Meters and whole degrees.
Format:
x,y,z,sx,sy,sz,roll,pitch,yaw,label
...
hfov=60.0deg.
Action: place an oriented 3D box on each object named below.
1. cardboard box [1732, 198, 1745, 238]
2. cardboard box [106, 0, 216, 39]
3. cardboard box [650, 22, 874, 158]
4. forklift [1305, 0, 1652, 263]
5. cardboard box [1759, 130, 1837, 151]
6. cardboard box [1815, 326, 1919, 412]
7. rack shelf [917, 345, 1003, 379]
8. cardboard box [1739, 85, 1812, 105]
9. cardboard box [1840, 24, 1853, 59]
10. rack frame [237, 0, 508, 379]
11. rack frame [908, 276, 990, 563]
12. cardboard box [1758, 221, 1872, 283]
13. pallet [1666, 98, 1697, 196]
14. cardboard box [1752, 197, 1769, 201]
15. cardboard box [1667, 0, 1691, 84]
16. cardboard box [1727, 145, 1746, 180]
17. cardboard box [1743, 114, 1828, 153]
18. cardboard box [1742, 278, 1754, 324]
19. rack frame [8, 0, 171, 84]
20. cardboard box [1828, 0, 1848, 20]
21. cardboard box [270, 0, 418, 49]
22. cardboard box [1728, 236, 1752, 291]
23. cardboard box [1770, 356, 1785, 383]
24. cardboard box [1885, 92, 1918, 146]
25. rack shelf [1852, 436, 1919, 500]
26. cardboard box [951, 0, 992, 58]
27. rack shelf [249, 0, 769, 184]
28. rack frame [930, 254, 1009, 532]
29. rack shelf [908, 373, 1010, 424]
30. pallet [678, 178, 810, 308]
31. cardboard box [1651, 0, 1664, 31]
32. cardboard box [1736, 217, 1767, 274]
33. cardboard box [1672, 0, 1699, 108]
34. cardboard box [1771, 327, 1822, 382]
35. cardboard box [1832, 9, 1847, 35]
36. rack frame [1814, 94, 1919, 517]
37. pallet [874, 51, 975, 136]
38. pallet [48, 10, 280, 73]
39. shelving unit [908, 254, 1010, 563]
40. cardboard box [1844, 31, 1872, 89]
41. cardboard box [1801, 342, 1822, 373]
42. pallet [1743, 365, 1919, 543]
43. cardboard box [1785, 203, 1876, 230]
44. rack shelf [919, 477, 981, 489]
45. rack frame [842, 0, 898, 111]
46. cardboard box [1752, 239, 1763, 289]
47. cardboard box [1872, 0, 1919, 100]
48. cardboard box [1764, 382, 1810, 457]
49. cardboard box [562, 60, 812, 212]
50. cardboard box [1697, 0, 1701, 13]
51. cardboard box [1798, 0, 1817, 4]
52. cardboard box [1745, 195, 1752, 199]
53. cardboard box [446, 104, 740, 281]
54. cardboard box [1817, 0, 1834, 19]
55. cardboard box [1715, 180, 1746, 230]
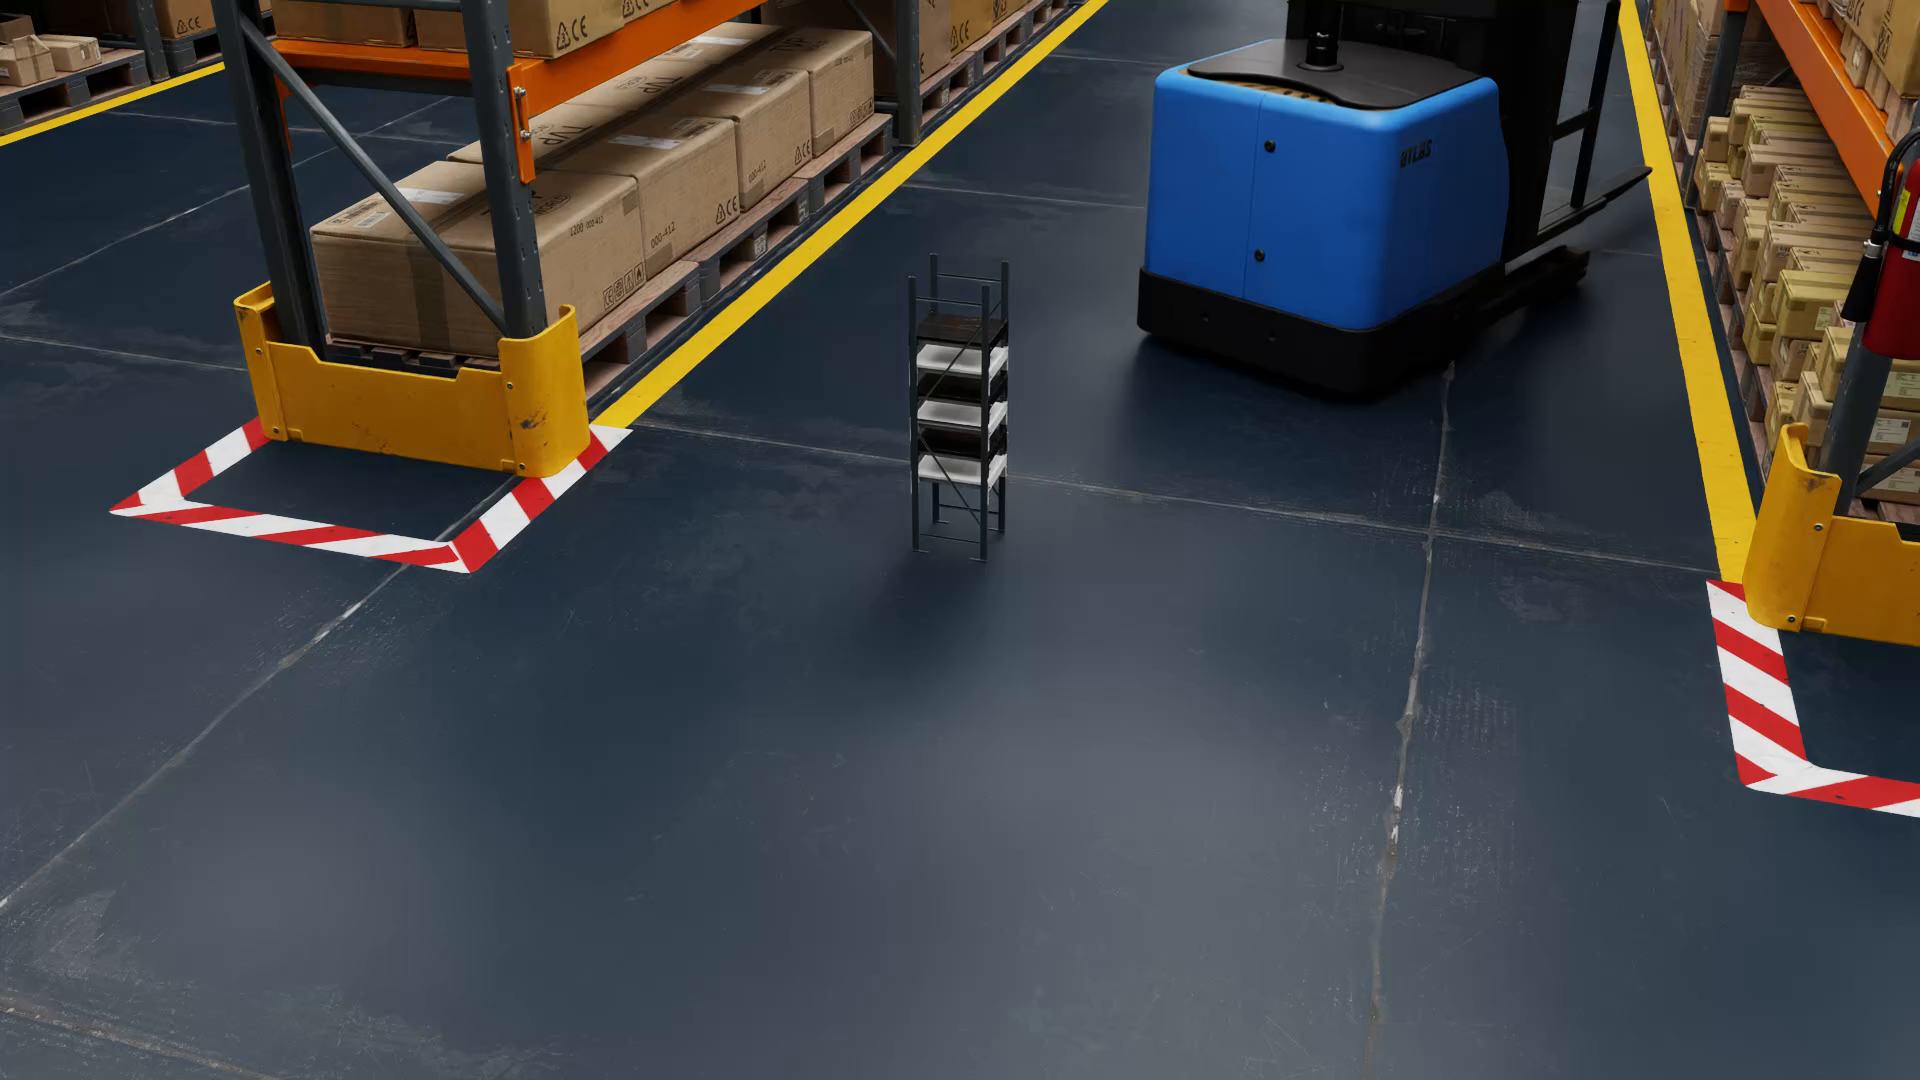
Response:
x,y,z,sx,sy,sz,roll,pitch,yaw,label
3.507,-1.326,7.050,0.380,0.149,0.250,8,30,14,cardboard box
-5.101,-3.534,10.656,0.500,0.500,0.500,10,31,17,cardboard box
-0.999,-2.331,8.558,0.875,0.438,0.875,8,30,14,cardboard box
-1.198,-3.980,7.046,7.407,5.209,9.711,24,37,36,forklift
3.531,-1.582,6.898,0.380,0.149,0.250,8,30,14,cardboard box
2.788,-0.505,4.960,0.380,0.149,0.250,9,30,15,cardboard box
5.662,-4.218,8.049,8.407,3.443,12.128,8,30,15,rack shelf
3.750,-1.951,7.560,0.380,0.149,0.250,10,31,17,cardboard box
3.027,-1.576,5.256,0.380,0.149,0.250,7,30,13,cardboard box
-1.890,-1.685,5.193,0.949,2.616,0.053,8,30,15,rack frame
-0.032,-0.342,4.940,0.240,0.900,0.006,8,30,15,rack frame
3.034,-0.996,5.843,0.380,0.149,0.250,10,31,17,cardboard box
4.276,-2.027,8.677,1.003,0.211,1.213,8,30,15,pallet
3.426,-1.330,6.751,0.380,0.149,0.250,10,31,17,cardboard box
4.331,-2.831,9.393,0.500,0.500,0.500,8,30,14,cardboard box
3.648,-1.698,7.412,0.380,0.149,0.250,9,30,15,cardboard box
3.585,-1.707,7.121,0.392,0.149,0.269,10,30,17,cardboard box
3.143,-0.850,6.192,0.380,0.149,0.250,9,30,16,cardboard box
-5.459,-4.250,9.804,1.000,3.000,0.127,8,30,15,rack frame
3.057,-1.920,5.207,0.500,0.500,0.500,9,30,15,cardboard box
-1.998,-1.990,5.639,0.500,0.500,0.500,9,30,15,cardboard box
3.293,-1.089,6.623,0.380,0.149,0.250,8,30,14,cardboard box
3.029,-0.598,5.740,0.380,0.149,0.250,9,30,15,cardboard box
2.701,-1.107,4.413,0.380,0.149,0.250,9,30,15,cardboard box
2.878,-1.024,4.006,0.949,2.616,0.053,8,30,15,rack shelf
-0.349,-3.519,10.243,0.875,0.875,0.875,9,30,16,cardboard box
-1.299,-2.299,7.038,1.077,0.370,4.000,8,30,15,rack shelf
0.027,-0.437,5.109,0.240,0.900,0.006,8,30,15,rack frame
-0.002,-0.439,4.997,0.258,0.077,0.200,8,30,15,rack shelf
-1.367,-1.414,7.574,1.003,0.211,1.213,8,30,15,pallet
1.953,-3.419,8.815,4.865,2.090,5.455,9,30,16,cardboard box
3.195,-1.111,6.357,0.380,0.149,0.250,9,30,15,cardboard box
4.177,-2.593,8.965,0.500,0.500,0.500,8,30,14,cardboard box
2.908,-0.620,5.474,0.380,0.149,0.250,7,30,13,cardboard box
3.225,-1.819,5.692,0.380,0.149,0.250,9,30,16,cardboard box
2.875,-1.025,4.007,1.000,3.000,0.127,8,30,15,rack frame
-0.558,-2.694,9.876,1.003,0.211,1.213,8,30,15,pallet
-5.256,-3.415,11.171,1.003,0.211,1.213,8,30,15,pallet
5.652,-3.954,8.194,8.426,4.047,12.137,8,30,15,shelving unit
2.921,-1.458,5.043,0.380,0.149,0.250,9,30,16,cardboard box
2.885,-0.492,5.244,0.380,0.149,0.250,8,30,14,cardboard box
3.170,-0.214,5.418,1.003,0.211,1.213,8,30,15,pallet
15.729,-10.700,14.693,18.148,8.504,30.398,7,30,13,cardboard box
-0.002,-0.216,5.121,0.199,0.015,0.184,8,30,15,rack shelf
-0.716,-3.544,8.535,0.949,2.616,0.053,8,30,15,rack frame
3.141,-0.979,6.120,0.380,0.149,0.250,10,31,17,cardboard box
2.761,-1.444,4.352,0.500,0.500,0.500,9,30,16,cardboard box
2.809,-0.371,5.332,0.380,0.149,0.250,9,30,16,cardboard box
-1.261,-1.914,7.810,0.875,0.438,0.875,8,30,13,cardboard box
4.190,-2.922,8.785,0.500,0.250,0.500,10,31,17,cardboard box
3.313,-2.070,6.144,0.380,0.149,0.250,10,31,17,cardboard box
3.529,-1.455,6.974,0.380,0.149,0.250,7,30,12,cardboard box
-1.528,-1.496,7.057,0.875,0.438,0.875,9,30,16,cardboard box
3.279,-1.939,5.908,0.380,0.149,0.250,10,31,17,cardboard box
3.534,-1.452,7.274,0.380,0.149,0.250,8,30,15,cardboard box
